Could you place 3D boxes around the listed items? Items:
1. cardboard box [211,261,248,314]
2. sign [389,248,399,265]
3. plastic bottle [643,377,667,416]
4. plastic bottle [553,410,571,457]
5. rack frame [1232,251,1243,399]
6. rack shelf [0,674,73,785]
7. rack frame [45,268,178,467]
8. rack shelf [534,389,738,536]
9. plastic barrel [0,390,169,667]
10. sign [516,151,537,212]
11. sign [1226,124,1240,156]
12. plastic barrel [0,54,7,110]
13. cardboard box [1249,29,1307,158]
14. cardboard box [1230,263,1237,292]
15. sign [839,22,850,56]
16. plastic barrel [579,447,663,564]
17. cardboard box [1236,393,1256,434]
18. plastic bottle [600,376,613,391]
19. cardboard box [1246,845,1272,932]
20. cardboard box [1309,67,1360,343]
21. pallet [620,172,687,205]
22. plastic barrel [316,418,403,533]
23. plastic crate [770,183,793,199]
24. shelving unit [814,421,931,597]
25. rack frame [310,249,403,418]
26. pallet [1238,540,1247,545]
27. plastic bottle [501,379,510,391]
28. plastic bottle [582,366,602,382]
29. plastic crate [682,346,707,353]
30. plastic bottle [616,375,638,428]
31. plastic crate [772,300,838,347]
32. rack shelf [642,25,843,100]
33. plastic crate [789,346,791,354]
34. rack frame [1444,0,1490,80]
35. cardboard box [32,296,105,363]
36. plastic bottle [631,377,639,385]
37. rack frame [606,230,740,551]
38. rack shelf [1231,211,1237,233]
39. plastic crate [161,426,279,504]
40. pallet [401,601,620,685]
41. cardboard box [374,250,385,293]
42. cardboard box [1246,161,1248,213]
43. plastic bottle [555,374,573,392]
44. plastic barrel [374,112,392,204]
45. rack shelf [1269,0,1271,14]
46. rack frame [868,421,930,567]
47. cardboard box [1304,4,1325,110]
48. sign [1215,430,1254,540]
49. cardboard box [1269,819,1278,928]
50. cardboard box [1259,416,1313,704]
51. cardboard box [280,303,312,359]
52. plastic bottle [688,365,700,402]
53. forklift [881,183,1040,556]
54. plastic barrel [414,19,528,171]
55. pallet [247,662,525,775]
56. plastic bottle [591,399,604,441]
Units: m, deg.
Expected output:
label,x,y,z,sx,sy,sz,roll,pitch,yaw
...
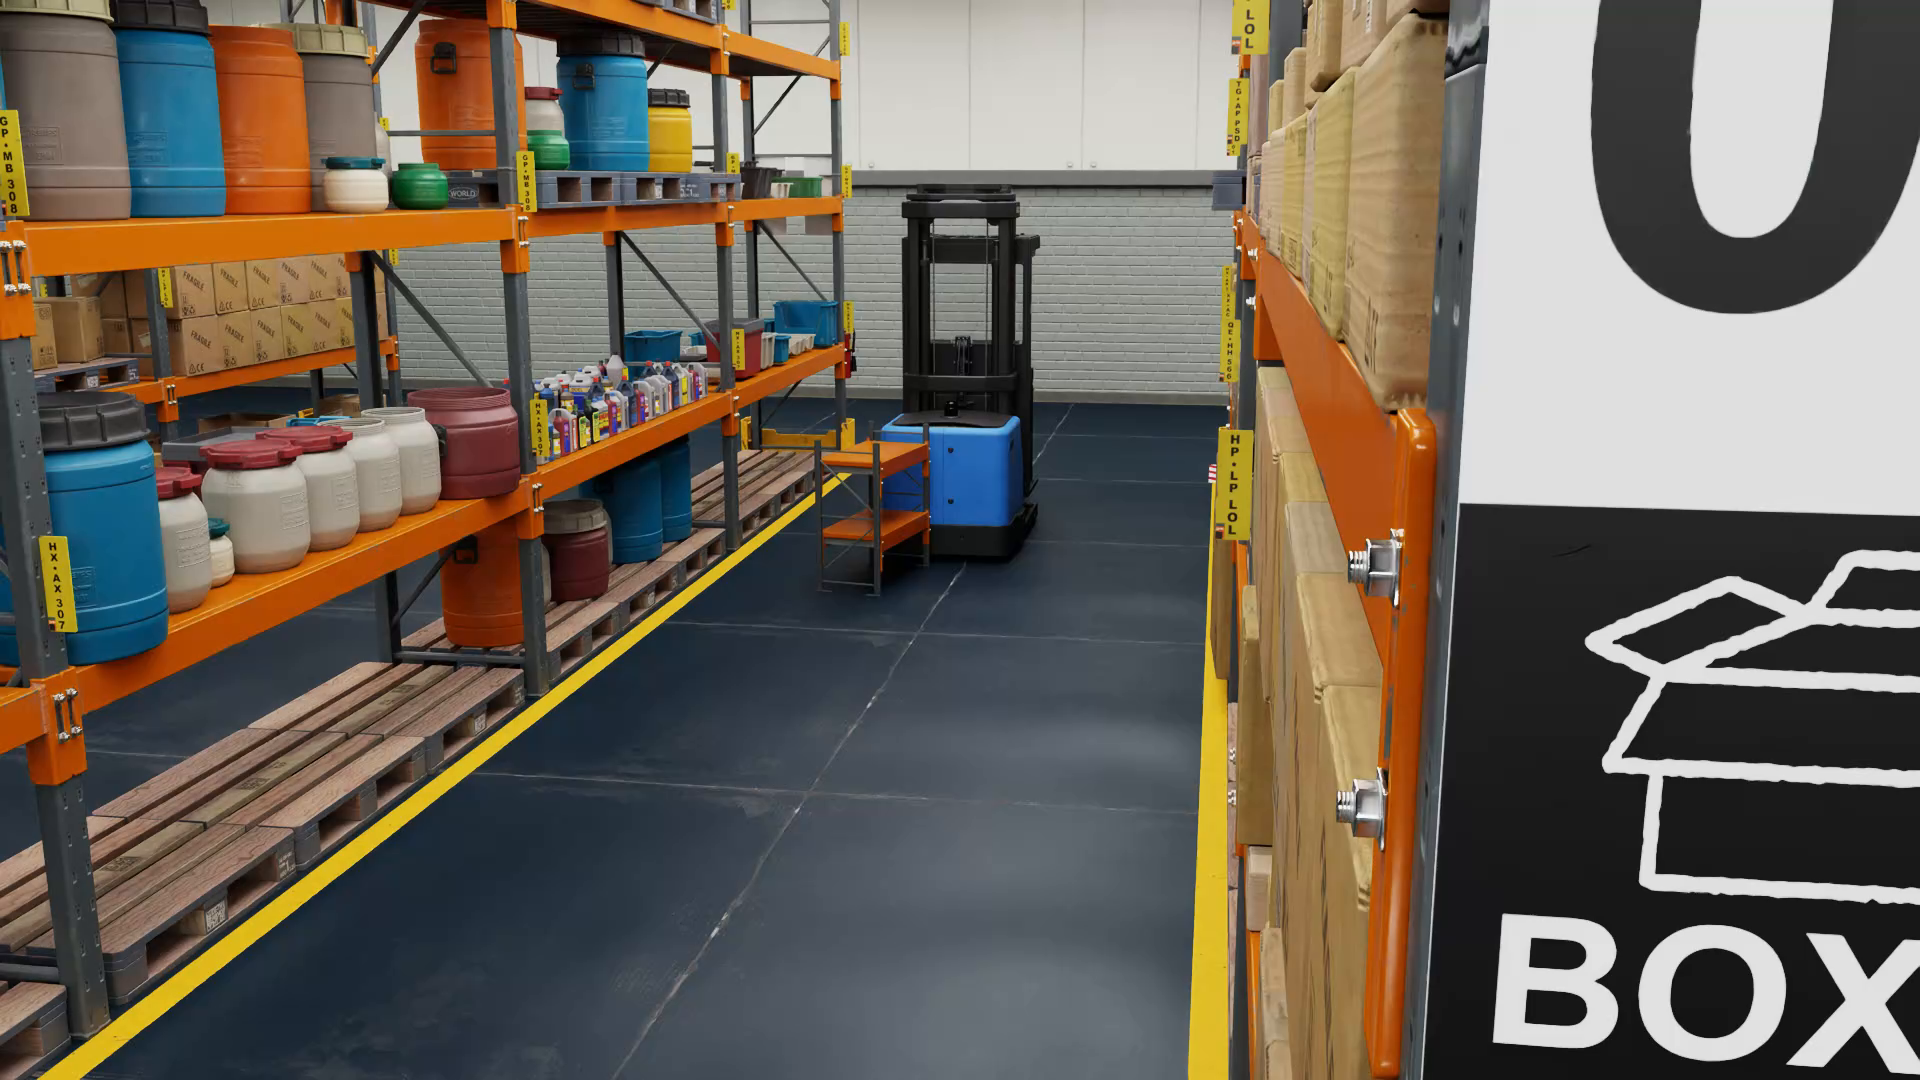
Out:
label,x,y,z,sx,sy,sz,roll,pitch,yaw
cardboard box,-6.776,-2.298,14.926,0.500,0.500,0.500,1,12,7
sign,-6.045,-3.095,17.736,0.100,0.325,0.005,2,12,9
plastic bottle,-2.208,-1.041,11.996,0.152,0.276,0.135,2,12,9
plastic bottle,-2.445,-0.660,10.211,0.061,0.283,0.133,2,12,9
rack frame,2.582,-1.242,12.638,1.000,3.000,0.127,2,12,9
rack shelf,-3.850,1.031,3.799,1.077,0.370,4.000,2,12,9
rack frame,-7.206,-1.564,14.131,1.000,3.000,0.127,2,12,9
rack shelf,-2.619,-0.635,11.526,1.077,0.370,4.000,2,12,9
plastic barrel,-3.183,-0.053,5.930,0.600,0.901,0.708,2,12,9
sign,-2.382,-1.969,9.138,0.100,0.325,0.005,2,12,9
sign,2.034,-3.018,12.341,0.100,0.325,0.005,2,12,9
plastic barrel,-3.678,-1.562,5.810,0.600,0.901,0.708,2,12,9
cardboard box,1.489,-1.869,7.003,0.500,0.500,0.500,2,12,7
cardboard box,2.780,-2.318,15.501,0.500,0.500,0.500,2,12,7
sign,-1.151,-4.996,16.581,0.100,0.325,0.005,2,12,9
plastic barrel,-2.521,-0.322,12.352,0.600,0.901,0.708,2,12,9
cardboard box,1.798,-0.569,9.277,0.500,0.500,0.500,2,12,10
plastic bottle,-2.690,-1.145,12.659,0.097,0.201,0.097,0,12,0
cardboard box,0.851,0.788,3.811,0.380,0.149,0.250,2,12,9
cardboard box,0.634,-0.350,1.733,0.500,0.250,0.500,2,12,9
pallet,-2.507,-2.374,11.218,1.003,0.211,1.213,2,12,9
plastic barrel,-2.939,-0.316,8.074,0.421,0.512,0.421,0,12,0
plastic crate,-1.769,-3.135,14.925,0.437,0.136,0.530,2,12,9
shelving unit,-0.645,-0.259,12.526,0.538,1.125,1.048,4,13,19
rack frame,-6.591,-2.397,17.994,1.000,3.000,0.127,2,12,9
pallet,1.963,-0.164,8.090,1.213,0.211,1.003,2,12,9
plastic bottle,-3.045,-0.914,11.230,0.144,0.351,0.185,2,12,9
plastic bottle,-2.816,-1.182,12.652,0.152,0.276,0.135,2,12,9
plastic crate,-2.341,-1.675,15.131,0.293,0.136,0.466,2,12,9
plastic bottle,-2.299,-0.947,11.386,0.144,0.351,0.185,2,12,9
plastic crate,-1.564,-2.206,16.884,0.616,0.435,0.499,2,12,9
rack shelf,-2.004,-4.205,14.800,1.077,0.370,4.000,2,12,9
plastic crate,-1.748,-1.779,15.613,0.298,0.136,0.250,2,12,9
rack frame,0.737,-1.677,0.415,1.000,3.000,0.127,2,12,9
cardboard box,-7.500,-1.727,13.652,0.700,0.500,0.500,-2,12,-10
plastic bottle,-2.334,-1.038,11.997,0.097,0.271,0.097,0,12,0
rack frame,-2.312,-1.403,13.382,1.000,3.000,0.127,2,12,9
rack shelf,2.890,-2.773,14.329,1.077,0.370,4.000,2,12,9
plastic crate,-3.478,-0.275,7.997,0.402,0.464,0.583,2,12,9
pallet,-2.847,0.628,10.580,1.003,0.211,1.213,2,12,9
cardboard box,-6.387,-2.833,17.407,0.500,0.500,0.500,2,12,8
cardboard box,1.643,-1.713,8.058,0.500,0.250,0.500,2,12,10
plastic bottle,-2.902,-1.065,12.111,0.152,0.276,0.135,2,12,9
plastic barrel,-3.278,-2.036,8.937,0.421,0.512,0.421,0,12,0
rack shelf,1.659,-2.379,6.328,1.077,0.370,4.000,2,12,9
rack frame,-0.477,-0.360,12.995,0.500,1.125,0.032,4,13,19
cardboard box,0.678,-0.671,2.275,0.380,0.149,0.250,1,12,6
sign,0.803,-0.160,4.868,0.100,0.325,0.005,2,12,9
cardboard box,1.015,0.633,2.990,0.875,0.500,0.500,2,12,9
cardboard box,0.879,0.034,3.401,0.500,0.500,0.500,2,12,9
cardboard box,-6.627,-2.027,16.041,0.500,0.500,0.500,2,12,8
plastic bottle,-2.044,-1.204,12.735,0.061,0.283,0.133,2,12,9
forklift,0.094,-1.564,14.293,1.130,2.935,3.031,2,12,8
plastic barrel,-2.837,-2.570,9.661,0.600,0.830,0.708,2,12,9
pallet,-3.085,0.953,9.070,1.003,0.211,1.213,2,12,9
plastic bottle,-2.369,-0.782,10.808,0.097,0.271,0.097,0,12,0
